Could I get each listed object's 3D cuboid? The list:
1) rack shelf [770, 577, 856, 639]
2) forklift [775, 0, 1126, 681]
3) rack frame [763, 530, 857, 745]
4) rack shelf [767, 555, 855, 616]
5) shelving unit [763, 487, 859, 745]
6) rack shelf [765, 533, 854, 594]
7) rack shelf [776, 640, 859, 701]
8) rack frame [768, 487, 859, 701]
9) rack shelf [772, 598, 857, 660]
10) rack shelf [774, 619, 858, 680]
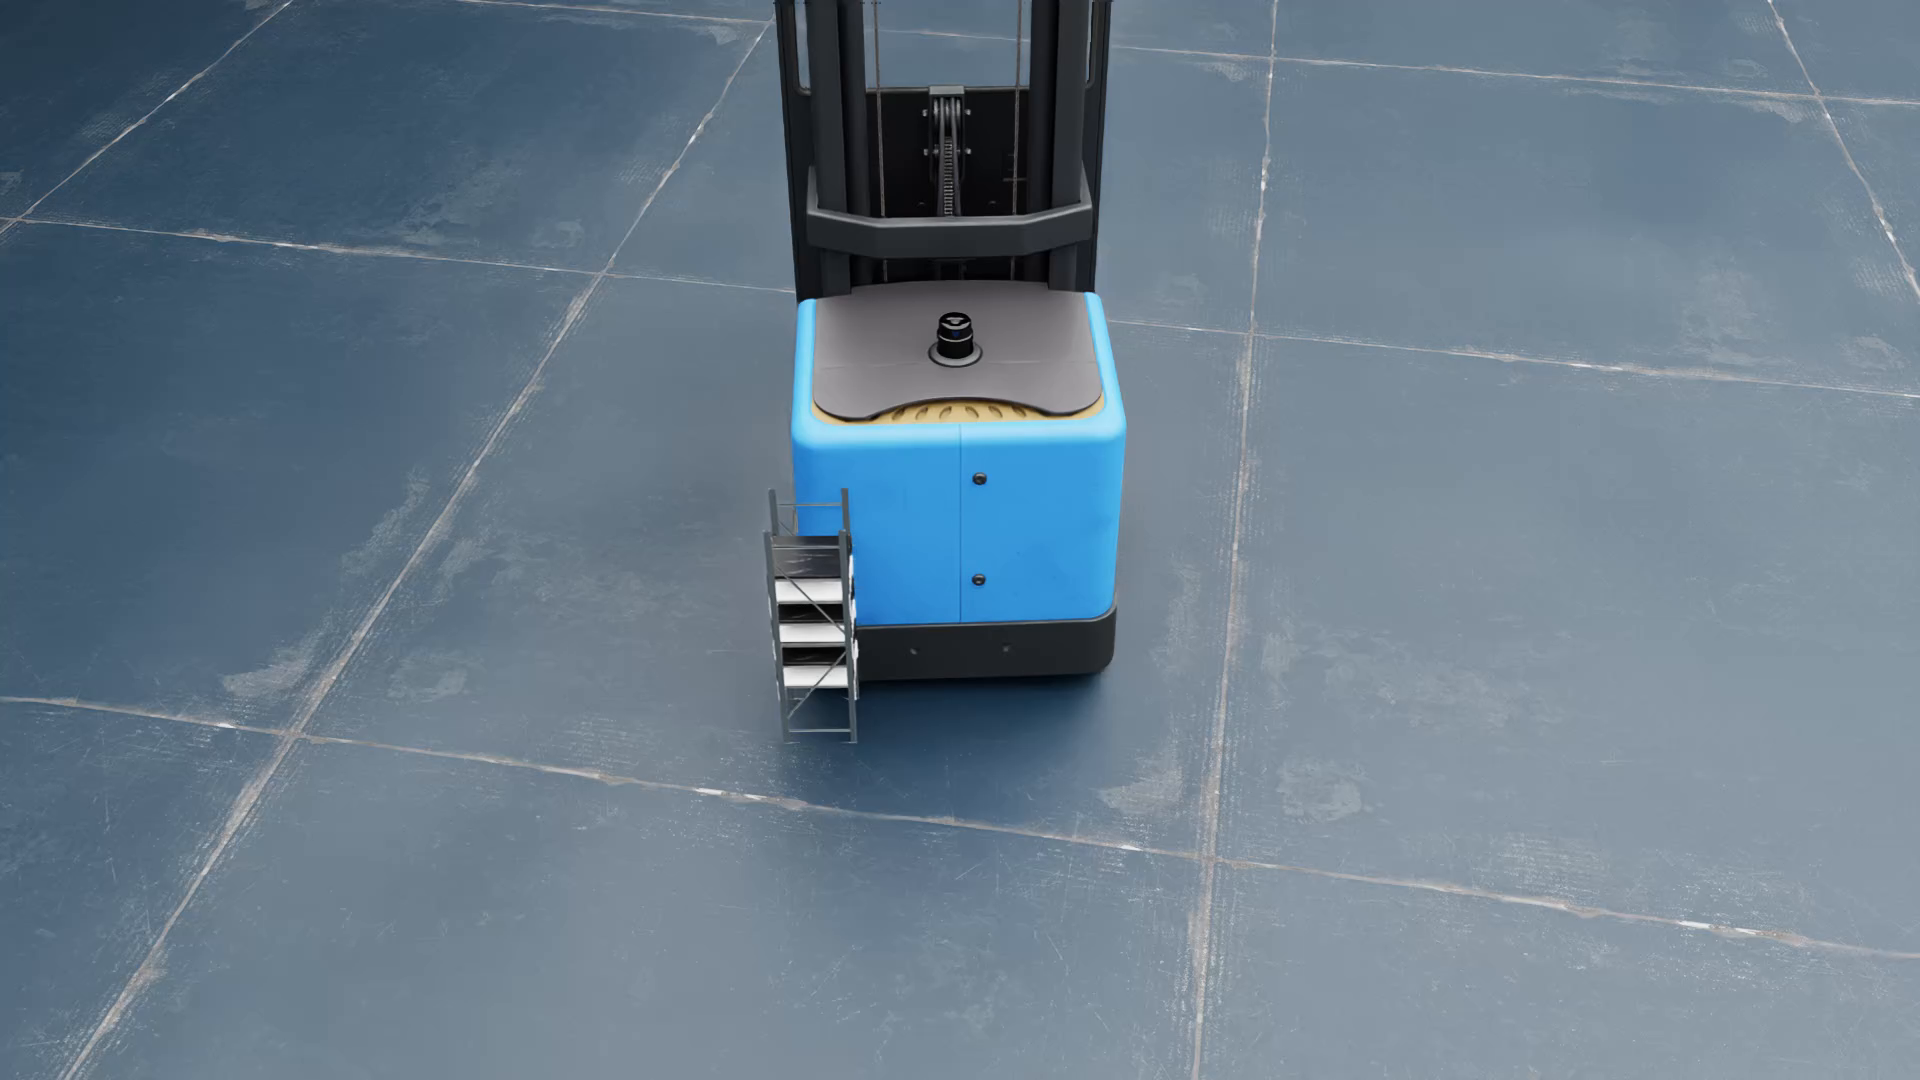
[{"bbox_3d":[-0.457,0.211,5.199,0.258,0.077,0.200,-1,40,-1],"label":"rack shelf"},{"bbox_3d":[-0.065,-1.575,5.855,1.130,2.935,3.031,-2,40,-2],"label":"forklift"},{"bbox_3d":[-0.456,0.320,5.157,0.240,0.900,0.006,-1,40,-1],"label":"rack frame"},{"bbox_3d":[-0.457,0.142,5.142,0.258,0.077,0.200,-1,40,-1],"label":"rack shelf"},{"bbox_3d":[-0.457,0.255,5.235,0.258,0.900,0.210,-1,40,-1],"label":"shelving unit"},{"bbox_3d":[-0.457,0.073,5.084,0.258,0.077,0.200,-1,40,-1],"label":"rack shelf"},{"bbox_3d":[-0.457,0.420,5.371,0.258,0.077,0.200,-1,40,-1],"label":"rack shelf"},{"bbox_3d":[-0.459,0.190,5.314,0.240,0.900,0.006,-1,40,-1],"label":"rack frame"},{"bbox_3d":[-0.457,0.281,5.256,0.258,0.077,0.200,-1,40,-1],"label":"rack shelf"},{"bbox_3d":[-0.457,0.350,5.314,0.258,0.077,0.200,-1,40,-1],"label":"rack shelf"}]
